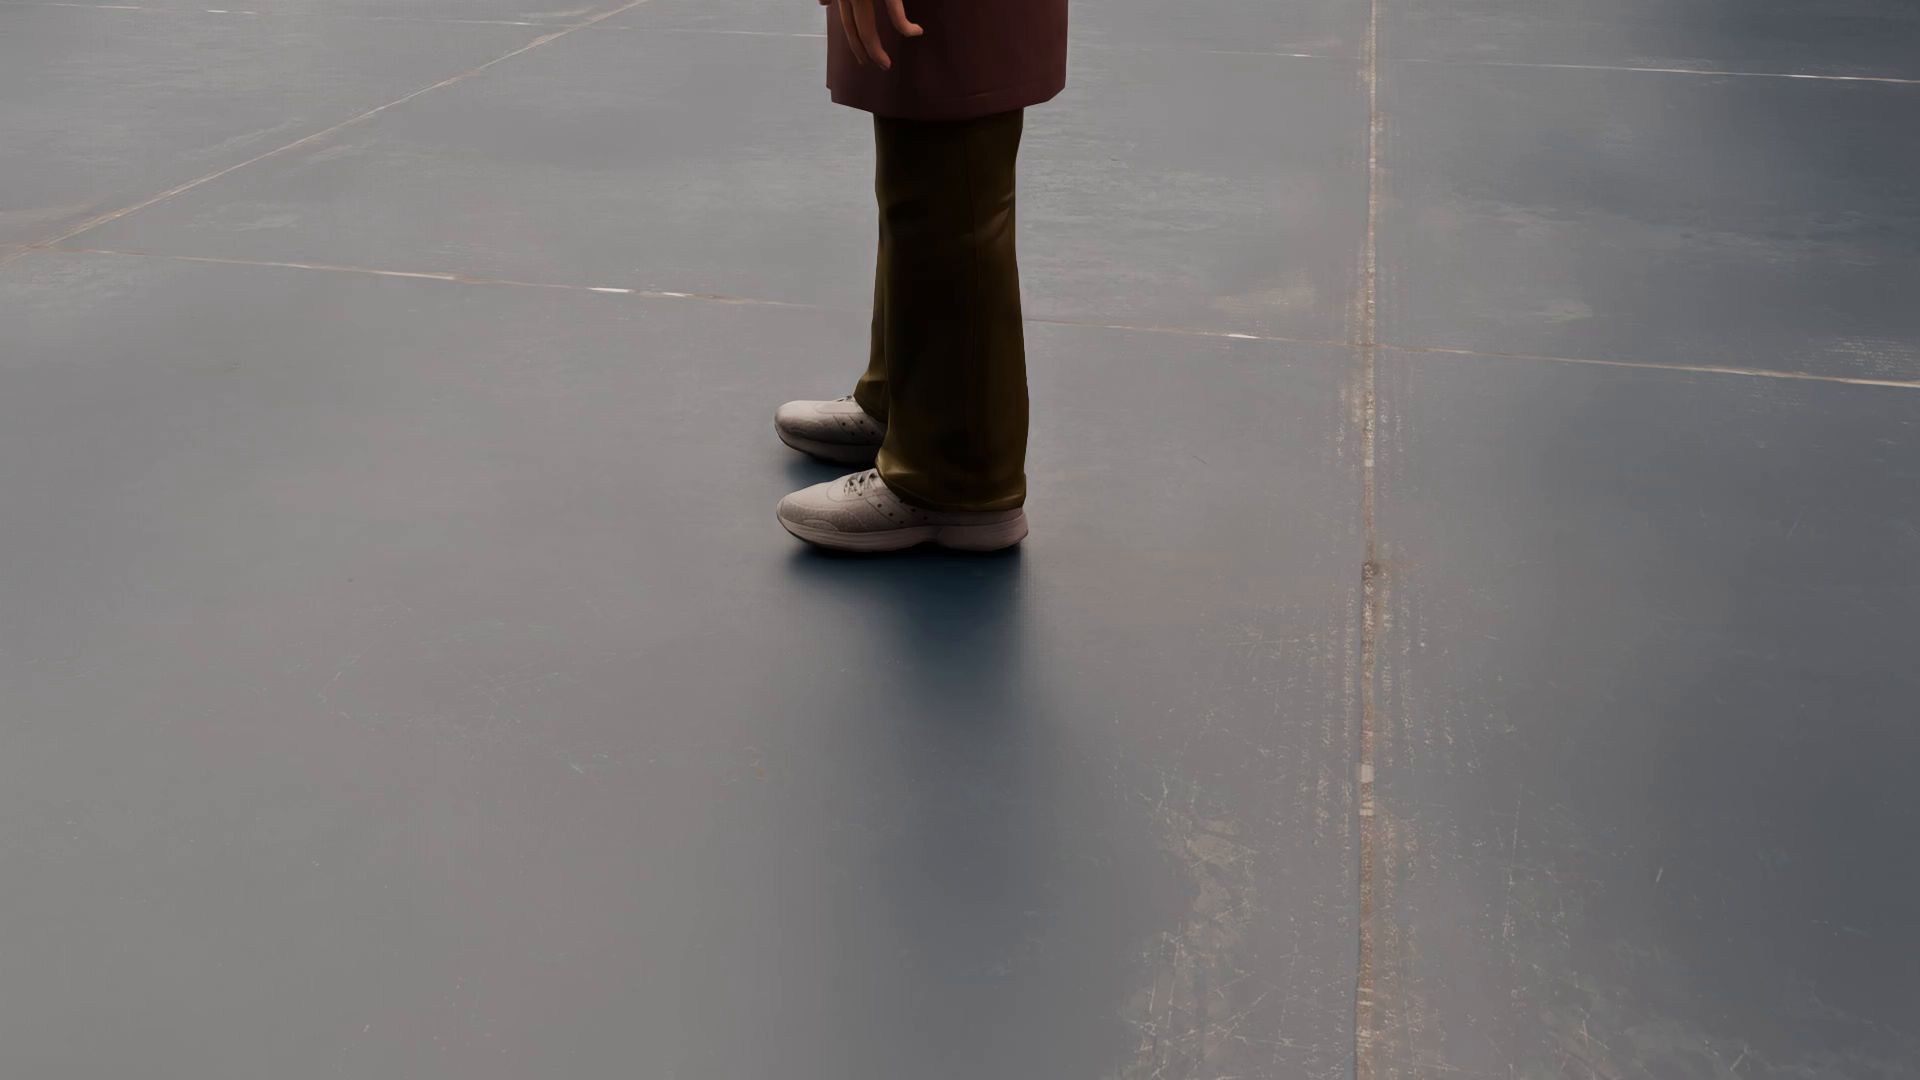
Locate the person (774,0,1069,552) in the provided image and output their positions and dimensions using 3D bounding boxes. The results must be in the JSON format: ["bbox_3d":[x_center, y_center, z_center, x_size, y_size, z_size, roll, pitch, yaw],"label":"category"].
[{"bbox_3d":[-0.089,-0.811,2.117,0.579,1.778,0.698,6,27,11],"label":"person"}]
